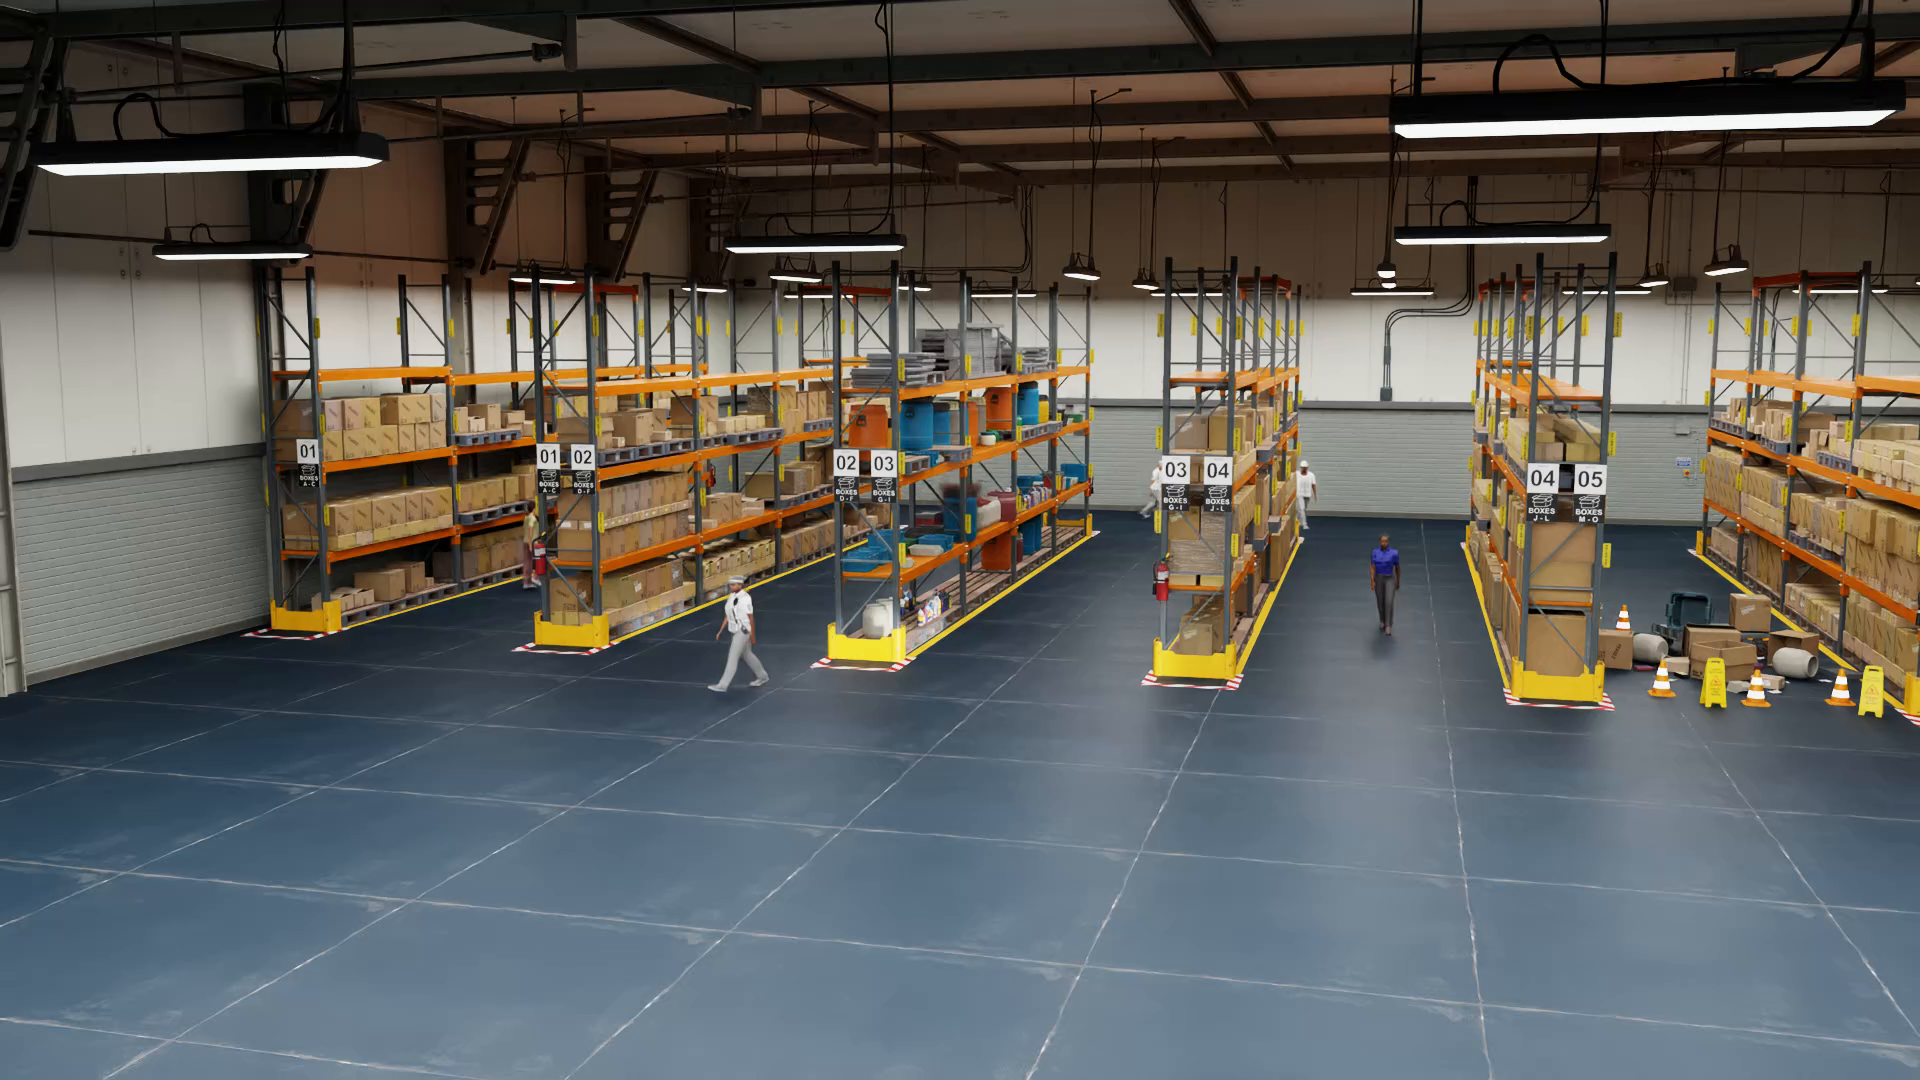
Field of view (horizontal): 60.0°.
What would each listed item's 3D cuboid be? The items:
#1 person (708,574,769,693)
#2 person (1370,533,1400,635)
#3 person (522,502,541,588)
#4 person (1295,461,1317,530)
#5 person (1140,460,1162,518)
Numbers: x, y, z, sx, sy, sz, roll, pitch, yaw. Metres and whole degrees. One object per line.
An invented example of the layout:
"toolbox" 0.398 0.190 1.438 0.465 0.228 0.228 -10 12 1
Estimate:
"person" -3.087 1.272 23.014 1.031 1.617 0.498 -4 8 -30
"person" 7.011 0.728 27.485 0.472 1.557 0.878 4 8 27
"person" -8.296 0.094 32.165 0.476 1.656 0.516 4 8 29
"person" 8.585 -1.128 41.497 0.563 1.703 1.121 -2 7 -13
"person" 5.160 -1.299 43.380 1.015 1.602 0.487 5 9 32
